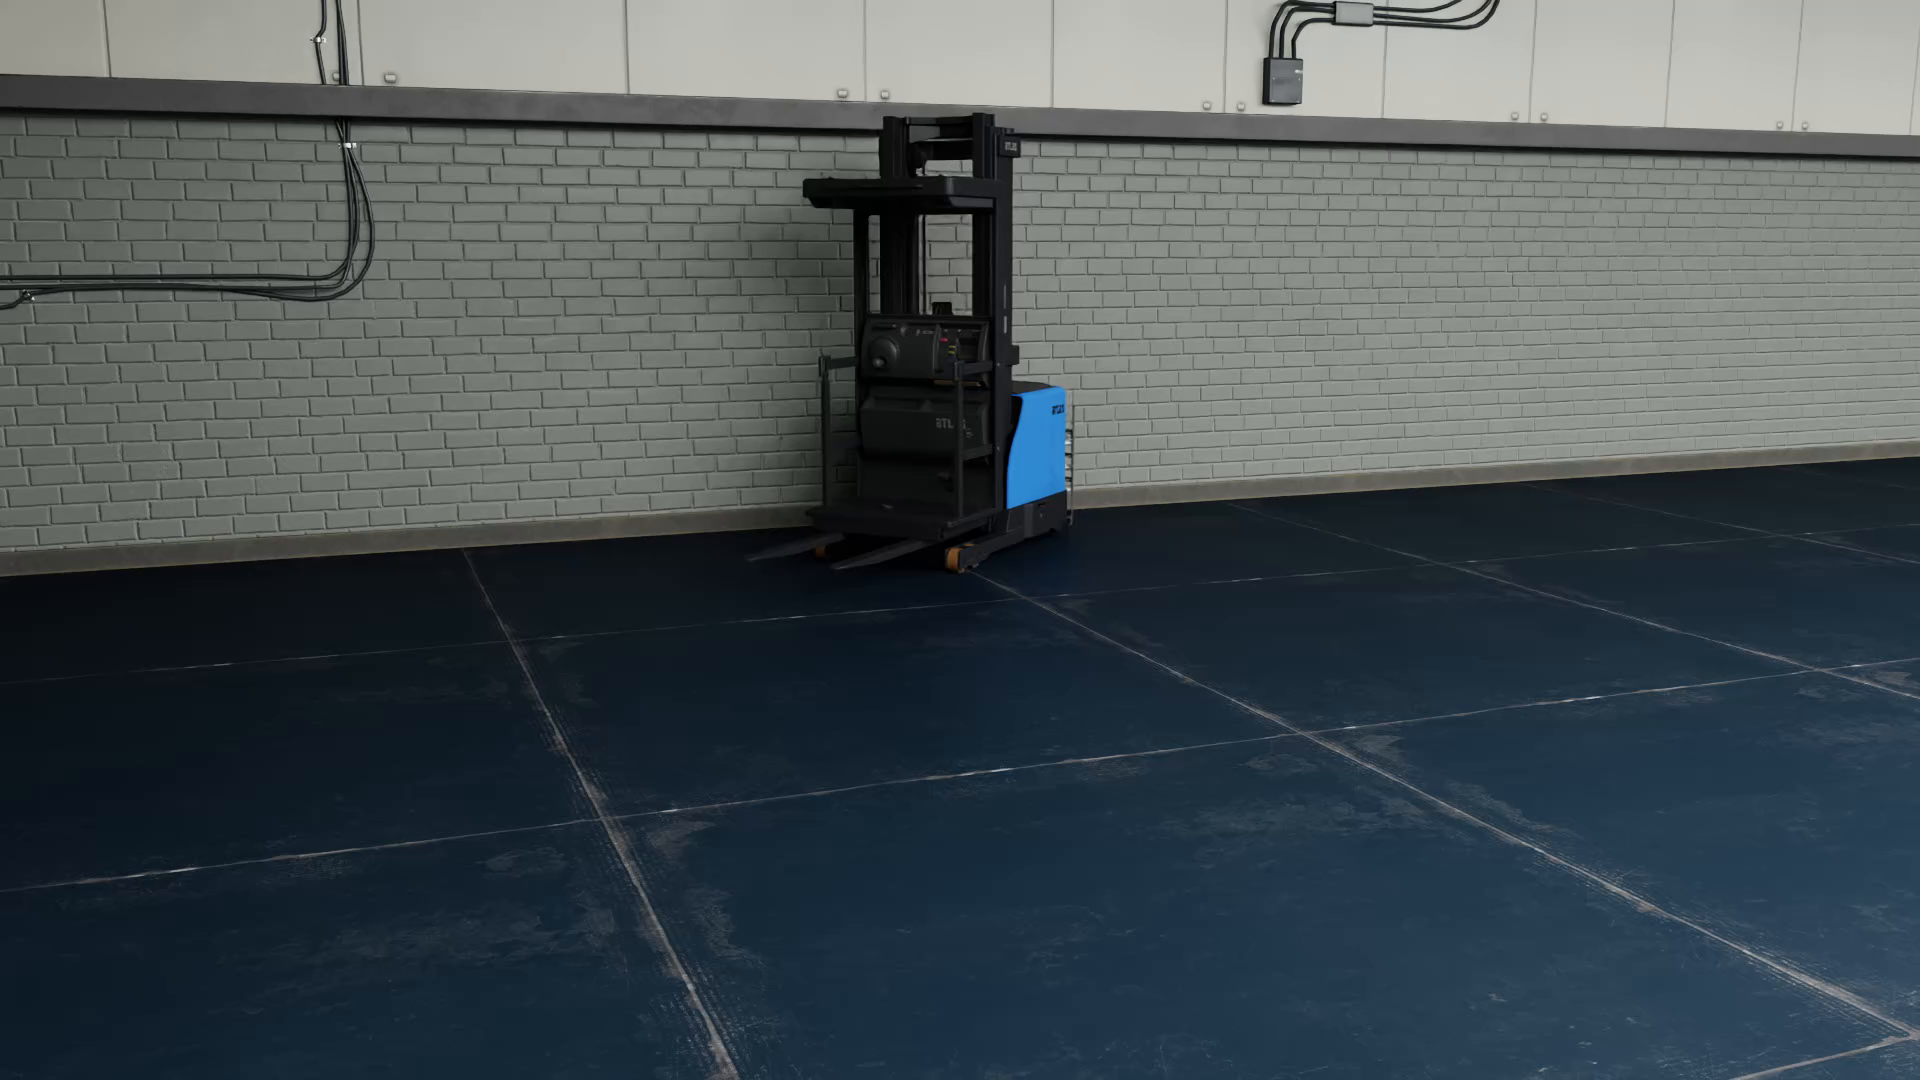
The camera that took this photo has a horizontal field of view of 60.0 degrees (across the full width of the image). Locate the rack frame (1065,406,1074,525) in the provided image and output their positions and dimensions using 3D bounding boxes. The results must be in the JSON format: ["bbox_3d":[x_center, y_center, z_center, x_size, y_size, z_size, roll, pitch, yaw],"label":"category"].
[{"bbox_3d":[0.773,-0.546,12.416,0.006,0.900,0.240,9,13,40],"label":"rack frame"}]

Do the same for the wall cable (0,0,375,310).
[{"bbox_3d":[-5.329,-2.717,10.363,3.097,2.526,0.112,-4,11,-21],"label":"wall cable"}]

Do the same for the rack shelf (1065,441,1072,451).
[{"bbox_3d":[0.697,-0.702,12.457,0.200,0.077,0.258,9,13,40],"label":"rack shelf"}]

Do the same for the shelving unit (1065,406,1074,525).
[{"bbox_3d":[0.697,-0.558,12.482,0.210,0.900,0.258,9,13,40],"label":"shelving unit"}]

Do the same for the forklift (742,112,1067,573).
[{"bbox_3d":[-0.332,-1.317,10.958,1.130,2.935,3.031,5,11,26],"label":"forklift"}]

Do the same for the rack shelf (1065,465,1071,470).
[{"bbox_3d":[0.696,-0.525,12.487,0.200,0.077,0.258,9,13,40],"label":"rack shelf"}]

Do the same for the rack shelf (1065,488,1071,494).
[{"bbox_3d":[0.696,-0.348,12.518,0.200,0.077,0.258,9,13,40],"label":"rack shelf"}]

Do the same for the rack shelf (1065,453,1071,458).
[{"bbox_3d":[0.697,-0.614,12.472,0.200,0.077,0.258,9,13,40],"label":"rack shelf"}]

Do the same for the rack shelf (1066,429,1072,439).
[{"bbox_3d":[0.697,-0.791,12.441,0.200,0.077,0.258,9,13,40],"label":"rack shelf"}]

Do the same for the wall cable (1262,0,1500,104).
[{"bbox_3d":[3.525,-6.520,13.166,2.305,6.003,0.169,-4,11,-21],"label":"wall cable"}]

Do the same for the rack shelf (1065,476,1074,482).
[{"bbox_3d":[0.696,-0.436,12.503,0.200,0.077,0.258,9,13,40],"label":"rack shelf"}]
